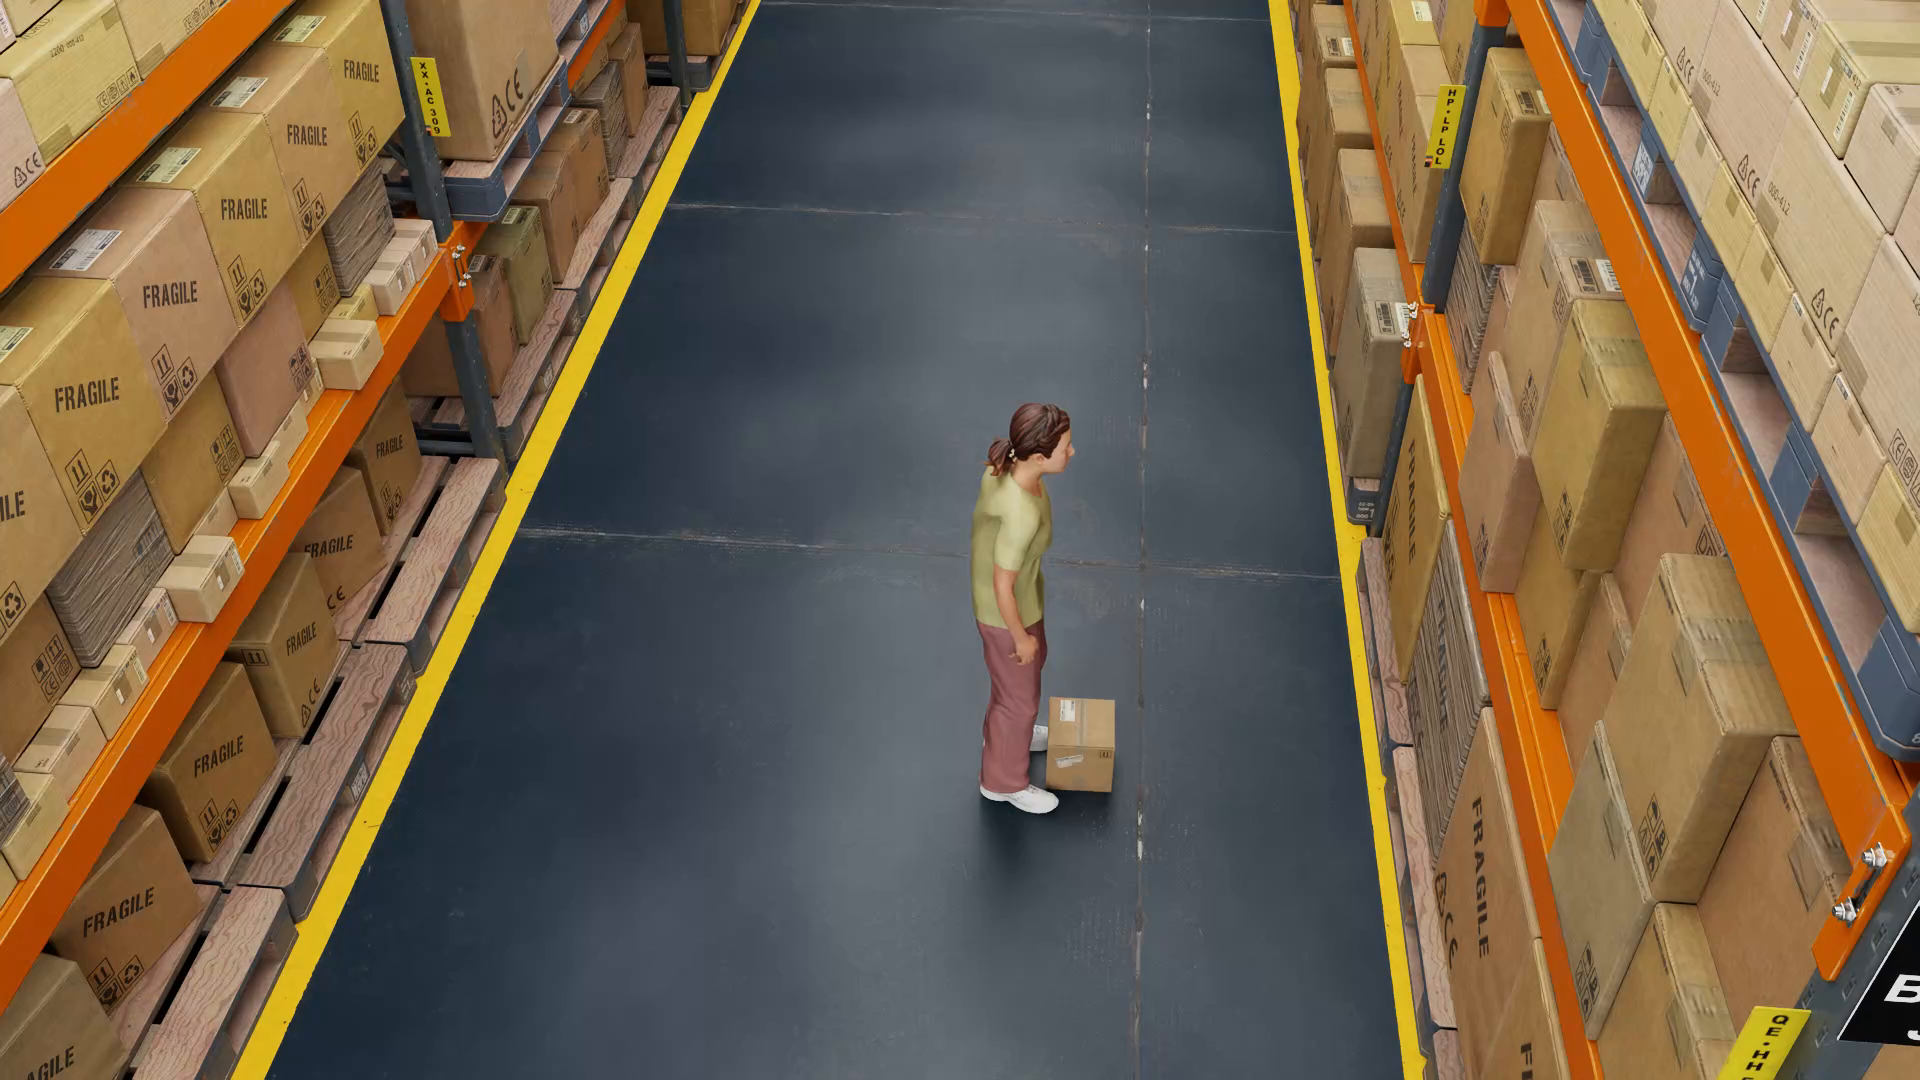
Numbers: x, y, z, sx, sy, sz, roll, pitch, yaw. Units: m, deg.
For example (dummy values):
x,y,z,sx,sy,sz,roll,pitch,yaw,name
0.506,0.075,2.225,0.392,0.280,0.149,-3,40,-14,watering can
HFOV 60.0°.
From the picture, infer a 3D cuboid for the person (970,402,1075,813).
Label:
x,y,z,sx,sy,sz,roll,pitch,yaw,name
0.215,0.223,5.893,0.358,1.673,0.518,2,40,2,person
